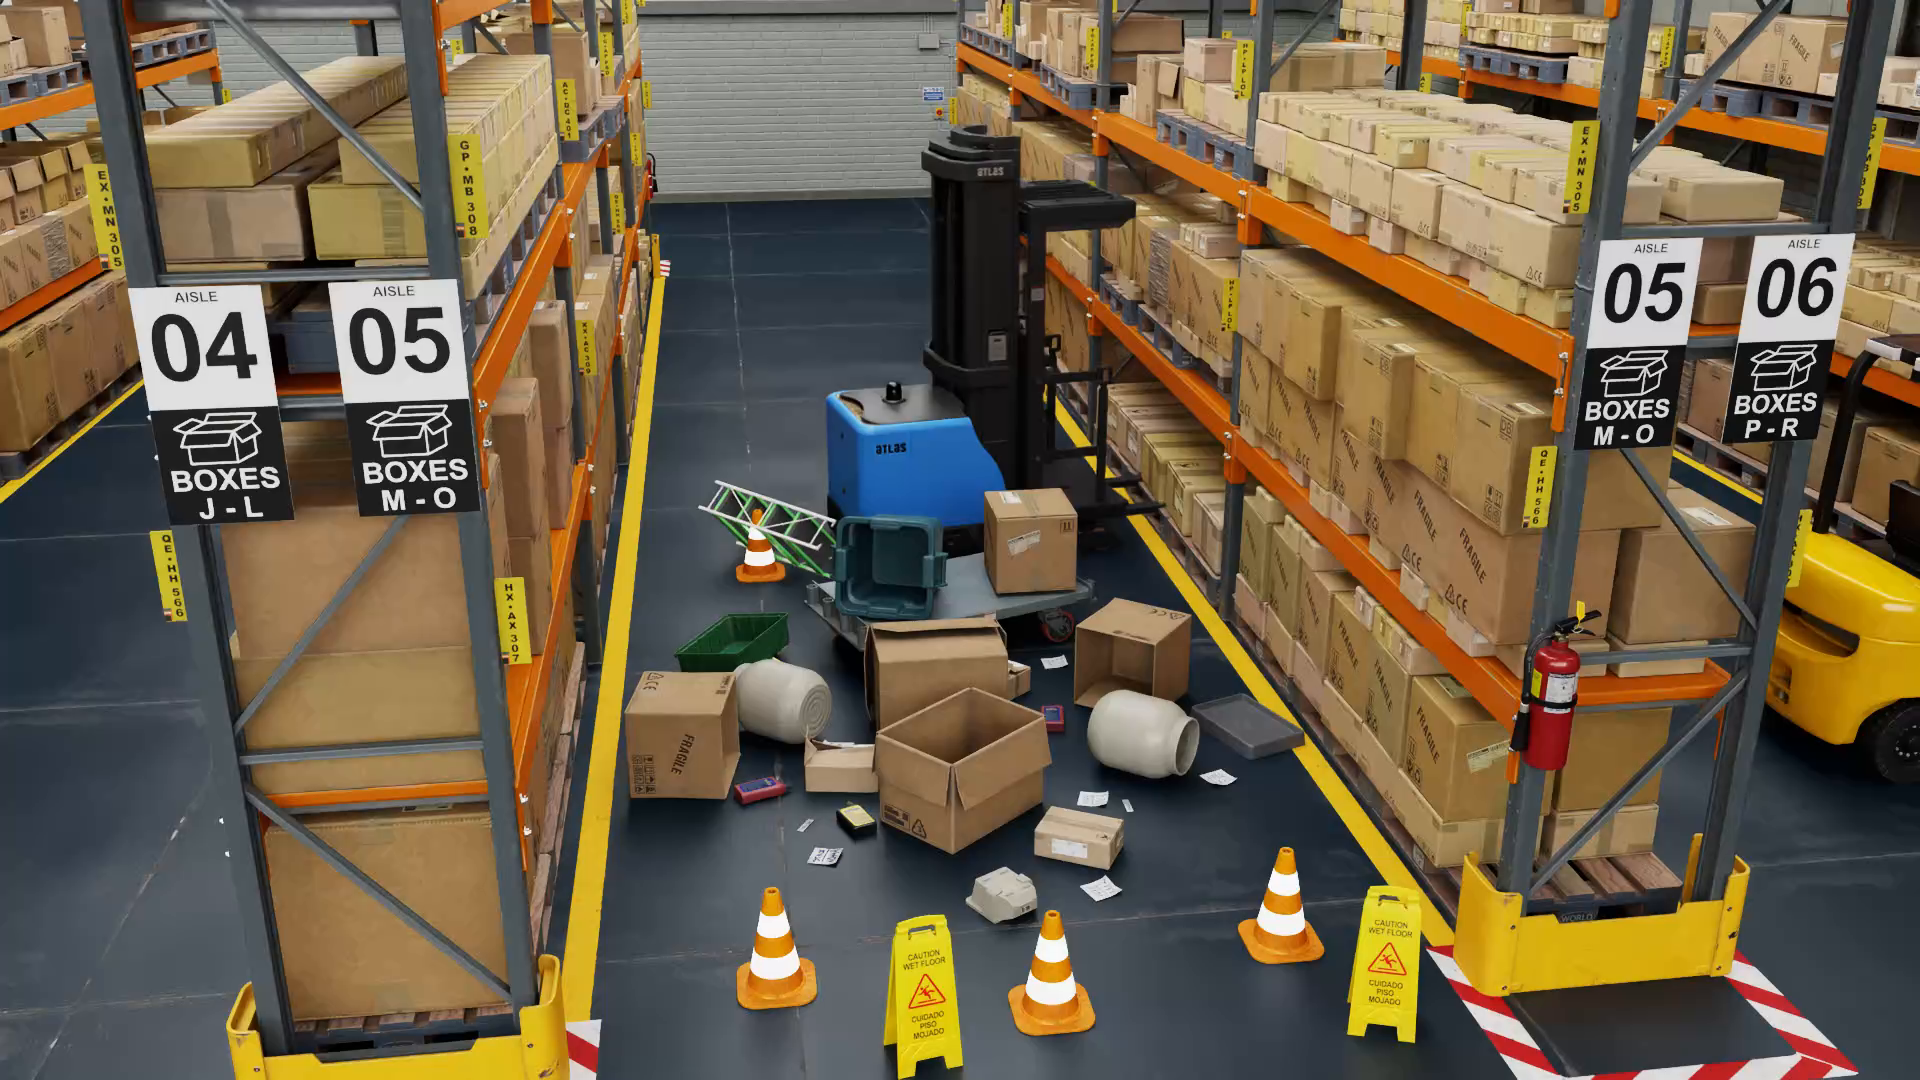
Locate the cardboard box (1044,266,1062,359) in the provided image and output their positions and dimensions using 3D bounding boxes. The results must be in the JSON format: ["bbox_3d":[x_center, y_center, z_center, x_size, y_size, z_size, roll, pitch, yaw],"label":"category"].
[{"bbox_3d":[1.346,-2.365,16.698,0.875,0.875,0.875,-2,21,-6],"label":"cardboard box"}]

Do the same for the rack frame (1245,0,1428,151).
[{"bbox_3d":[2.193,-3.727,9.334,1.000,3.000,0.127,-3,21,-8],"label":"rack frame"}]

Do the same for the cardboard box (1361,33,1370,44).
[{"bbox_3d":[5.208,-6.218,20.649,0.380,0.149,0.250,-2,21,-7],"label":"cardboard box"}]

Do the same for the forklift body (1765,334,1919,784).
[{"bbox_3d":[5.602,0.050,9.009,2.313,2.155,1.214,-3,21,-8],"label":"forklift body"}]

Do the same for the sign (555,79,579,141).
[{"bbox_3d":[-2.142,-2.345,9.069,0.100,0.325,0.005,-3,21,-8],"label":"sign"}]

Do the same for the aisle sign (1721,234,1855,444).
[{"bbox_3d":[3.085,-0.744,6.205,0.394,0.787,0.004,-3,21,-8],"label":"aisle sign"}]

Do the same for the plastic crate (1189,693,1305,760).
[{"bbox_3d":[1.608,1.036,9.328,0.402,0.080,0.583,-11,23,-26],"label":"plastic crate"}]

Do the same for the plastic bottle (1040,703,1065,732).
[{"bbox_3d":[0.523,1.001,9.448,0.133,0.061,0.283,1,20,2],"label":"plastic bottle"}]

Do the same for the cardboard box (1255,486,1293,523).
[{"bbox_3d":[1.970,-0.216,9.839,0.380,0.149,0.250,-3,21,-7],"label":"cardboard box"}]

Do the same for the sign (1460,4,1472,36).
[{"bbox_3d":[5.415,-5.556,17.778,0.100,0.325,0.005,-3,21,-8],"label":"sign"}]

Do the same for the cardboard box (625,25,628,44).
[{"bbox_3d":[-3.743,-5.323,17.393,0.500,0.250,0.500,-3,21,-8],"label":"cardboard box"}]

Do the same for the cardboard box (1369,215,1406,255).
[{"bbox_3d":[2.176,-1.458,7.905,0.380,0.149,0.250,-3,21,-8],"label":"cardboard box"}]

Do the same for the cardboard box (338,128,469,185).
[{"bbox_3d":[-1.847,-1.283,5.554,0.380,0.149,0.250,-3,21,-7],"label":"cardboard box"}]

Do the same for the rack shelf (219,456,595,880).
[{"bbox_3d":[-2.402,0.397,7.893,1.077,0.370,4.000,-3,21,-8],"label":"rack shelf"}]

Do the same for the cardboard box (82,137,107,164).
[{"bbox_3d":[-8.583,-3.786,16.783,0.500,0.500,0.500,-3,21,-8],"label":"cardboard box"}]

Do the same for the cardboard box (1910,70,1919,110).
[{"bbox_3d":[6.759,-3.014,11.095,0.500,0.311,0.500,-4,21,-9],"label":"cardboard box"}]

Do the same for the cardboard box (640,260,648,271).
[{"bbox_3d":[-3.898,-3.261,19.708,0.380,0.149,0.250,-3,21,-7],"label":"cardboard box"}]

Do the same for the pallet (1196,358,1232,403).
[{"bbox_3d":[2.227,-1.099,11.145,1.003,0.211,1.213,-3,21,-8],"label":"pallet"}]

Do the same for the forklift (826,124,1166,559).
[{"bbox_3d":[0.597,-1.441,11.885,3.031,2.935,1.130,-7,21,-17],"label":"forklift"}]

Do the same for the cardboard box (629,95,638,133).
[{"bbox_3d":[-3.800,-4.580,18.194,0.500,0.500,0.500,-3,21,-7],"label":"cardboard box"}]

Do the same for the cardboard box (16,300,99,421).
[{"bbox_3d":[-8.390,-1.552,14.521,1.225,0.875,0.875,-3,21,-8],"label":"cardboard box"}]

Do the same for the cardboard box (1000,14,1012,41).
[{"bbox_3d":[0.631,-5.477,17.756,0.396,0.266,0.258,-2,21,-6],"label":"cardboard box"}]

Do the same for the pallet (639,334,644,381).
[{"bbox_3d":[-3.730,-1.826,16.804,1.003,0.211,1.213,-3,21,-8],"label":"pallet"}]

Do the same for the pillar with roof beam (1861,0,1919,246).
[{"bbox_3d":[3.348,-4.741,12.047,9.100,9.000,0.400,-3,21,-8],"label":"pillar with roof beam"}]

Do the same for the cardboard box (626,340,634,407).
[{"bbox_3d":[-3.193,-1.474,14.849,0.500,0.500,0.500,-3,21,-7],"label":"cardboard box"}]

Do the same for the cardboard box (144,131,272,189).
[{"bbox_3d":[-2.498,-1.251,5.468,0.380,0.149,0.250,-3,21,-7],"label":"cardboard box"}]

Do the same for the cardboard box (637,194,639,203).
[{"bbox_3d":[-3.799,-3.852,18.602,0.380,0.149,0.250,-2,21,-5],"label":"cardboard box"}]

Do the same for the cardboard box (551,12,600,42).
[{"bbox_3d":[-3.127,-4.160,13.543,0.396,0.266,0.258,-3,21,-8],"label":"cardboard box"}]

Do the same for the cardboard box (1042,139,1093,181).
[{"bbox_3d":[1.070,-3.508,15.749,0.500,0.500,0.500,-3,21,-9],"label":"cardboard box"}]

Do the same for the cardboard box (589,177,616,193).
[{"bbox_3d":[-3.480,-3.357,15.826,0.380,0.149,0.250,-3,21,-8],"label":"cardboard box"}]

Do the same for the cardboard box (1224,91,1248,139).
[{"bbox_3d":[1.966,-2.643,10.333,0.500,0.250,0.500,-3,21,-9],"label":"cardboard box"}]

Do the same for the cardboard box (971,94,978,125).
[{"bbox_3d":[0.414,-5.050,19.878,0.500,0.500,0.500,-3,21,-8],"label":"cardboard box"}]

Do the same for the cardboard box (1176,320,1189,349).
[{"bbox_3d":[1.712,-1.428,11.510,0.380,0.149,0.250,-3,21,-7],"label":"cardboard box"}]

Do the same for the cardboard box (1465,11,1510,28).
[{"bbox_3d":[5.560,-5.483,17.513,0.380,0.149,0.250,-2,21,-6],"label":"cardboard box"}]

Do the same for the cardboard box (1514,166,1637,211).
[{"bbox_3d":[2.430,-1.386,6.573,0.380,0.149,0.250,-3,21,-7],"label":"cardboard box"}]

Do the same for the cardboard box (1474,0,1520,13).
[{"bbox_3d":[5.649,-5.681,17.451,0.396,0.266,0.258,-3,21,-8],"label":"cardboard box"}]

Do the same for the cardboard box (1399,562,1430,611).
[{"bbox_3d":[2.275,0.208,7.732,0.380,0.149,0.250,-3,21,-7],"label":"cardboard box"}]

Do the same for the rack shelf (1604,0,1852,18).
[{"bbox_3d":[2.481,-2.696,7.606,1.077,0.370,4.000,-3,21,-8],"label":"rack shelf"}]

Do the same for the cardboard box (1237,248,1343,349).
[{"bbox_3d":[2.042,-1.408,9.702,0.700,0.500,0.500,-3,21,-8],"label":"cardboard box"}]

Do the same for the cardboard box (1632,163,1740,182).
[{"bbox_3d":[2.868,-1.413,6.644,0.380,0.149,0.250,-3,21,-8],"label":"cardboard box"}]

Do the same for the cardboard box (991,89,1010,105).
[{"bbox_3d":[0.559,-5.042,18.930,0.380,0.149,0.250,-3,21,-9],"label":"cardboard box"}]

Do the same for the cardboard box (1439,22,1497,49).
[{"bbox_3d":[5.634,-5.567,18.336,0.500,0.250,0.500,-3,21,-8],"label":"cardboard box"}]

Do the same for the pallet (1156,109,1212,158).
[{"bbox_3d":[2.057,-2.812,11.439,1.213,0.211,1.003,-3,21,-8],"label":"pallet"}]

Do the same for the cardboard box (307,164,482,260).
[{"bbox_3d":[-1.930,-1.145,5.754,0.500,0.250,0.500,-3,21,-8],"label":"cardboard box"}]

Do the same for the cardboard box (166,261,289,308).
[{"bbox_3d":[-2.497,-0.876,5.604,0.380,0.149,0.250,-3,21,-8],"label":"cardboard box"}]

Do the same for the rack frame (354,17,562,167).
[{"bbox_3d":[-2.691,-3.442,8.572,1.000,3.000,0.127,-3,21,-8],"label":"rack frame"}]

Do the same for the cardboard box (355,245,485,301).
[{"bbox_3d":[-1.846,-0.913,5.703,0.380,0.149,0.250,-3,21,-7],"label":"cardboard box"}]

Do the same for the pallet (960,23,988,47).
[{"bbox_3d":[0.581,-6.179,20.312,1.003,0.211,1.213,-3,21,-8],"label":"pallet"}]

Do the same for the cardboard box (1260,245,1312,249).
[{"bbox_3d":[2.279,-1.822,11.638,0.500,0.500,0.500,-3,21,-8],"label":"cardboard box"}]

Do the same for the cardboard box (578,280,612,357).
[{"bbox_3d":[-2.794,-1.576,12.005,0.500,0.500,0.500,-3,21,-9],"label":"cardboard box"}]

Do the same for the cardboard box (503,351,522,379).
[{"bbox_3d":[-2.451,-0.517,7.556,0.875,0.550,0.500,-3,21,-8],"label":"cardboard box"}]

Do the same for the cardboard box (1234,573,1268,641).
[{"bbox_3d":[2.011,0.393,10.208,0.500,0.250,0.500,-4,21,-10],"label":"cardboard box"}]

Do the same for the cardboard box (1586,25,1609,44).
[{"bbox_3d":[6.037,-4.680,15.393,0.380,0.149,0.250,-3,21,-9],"label":"cardboard box"}]

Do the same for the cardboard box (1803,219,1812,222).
[{"bbox_3d":[7.005,-2.542,13.666,0.380,0.149,0.250,-3,21,-9],"label":"cardboard box"}]

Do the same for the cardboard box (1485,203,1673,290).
[{"bbox_3d":[2.429,-1.170,6.563,0.500,0.250,0.500,-3,21,-8],"label":"cardboard box"}]

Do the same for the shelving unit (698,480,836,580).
[{"bbox_3d":[-1.221,-0.051,11.534,1.200,0.503,0.258,18,69,38],"label":"shelving unit"}]
